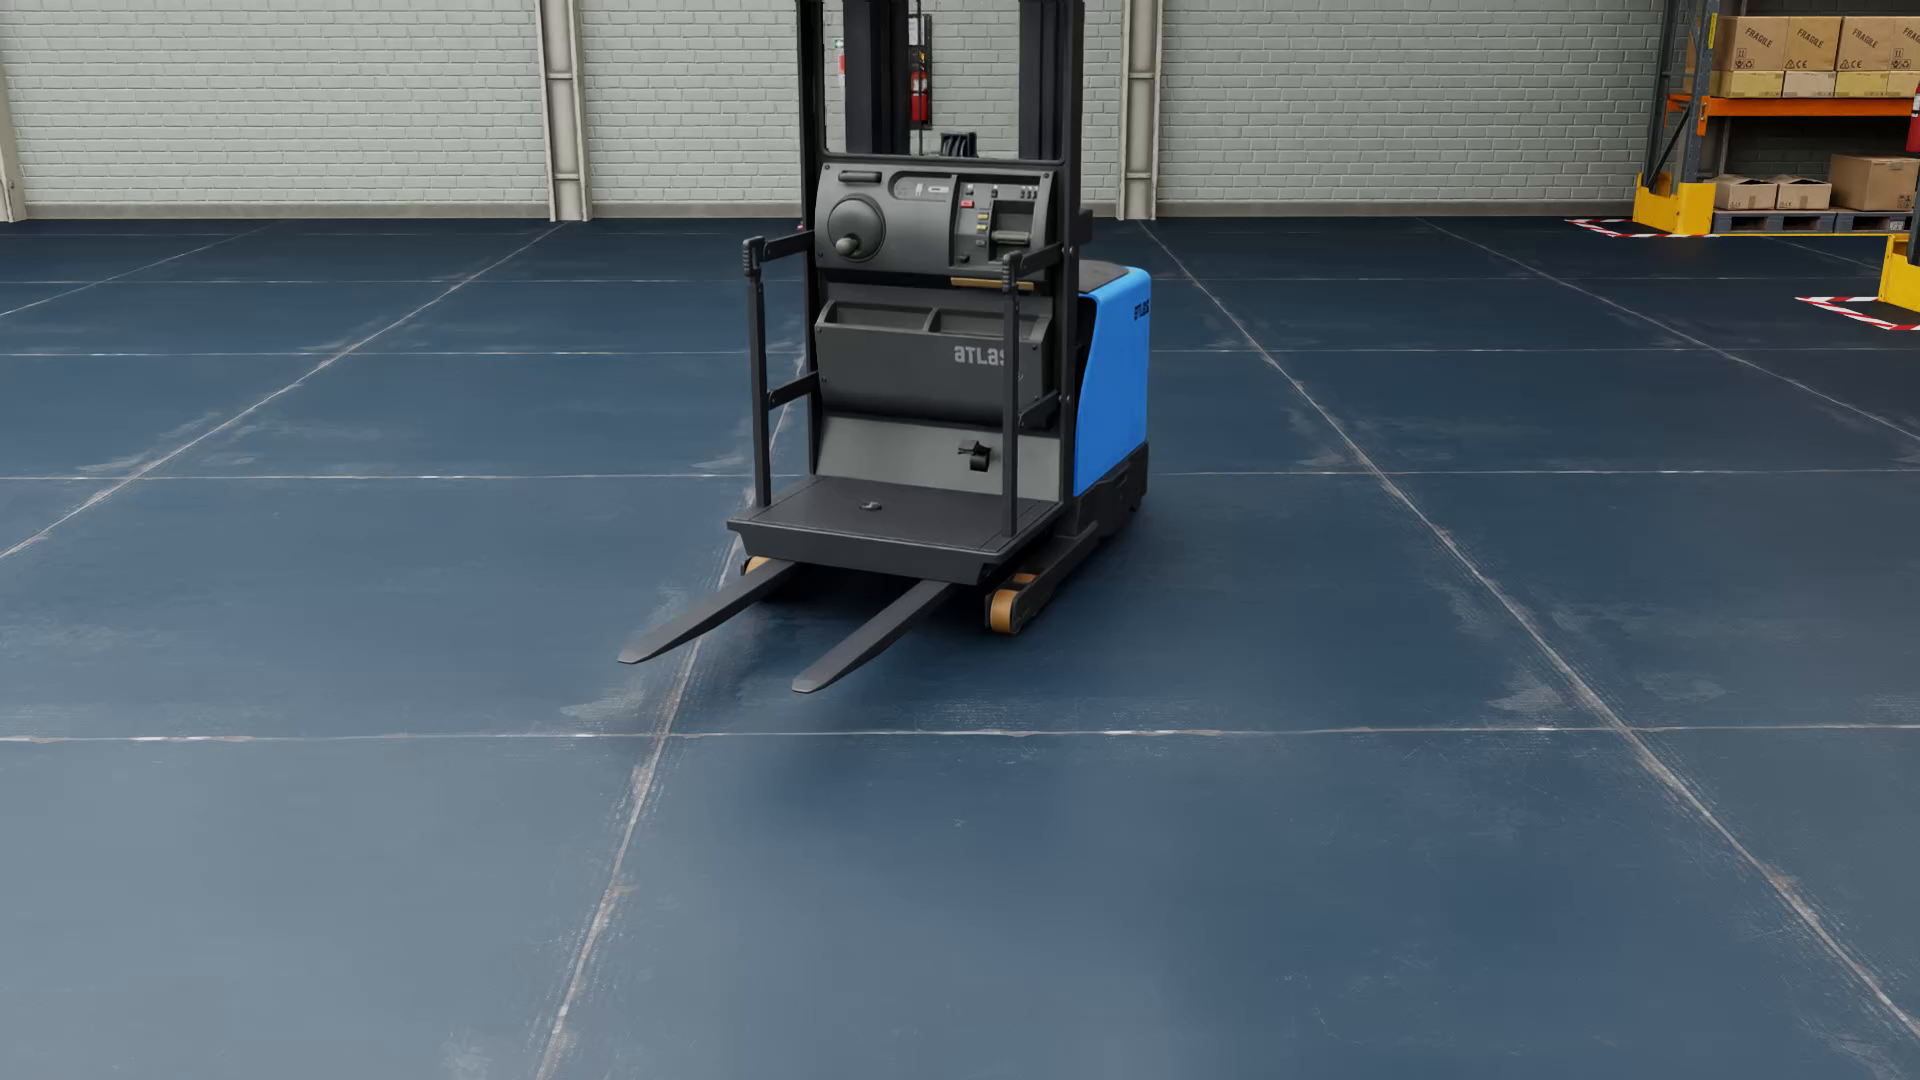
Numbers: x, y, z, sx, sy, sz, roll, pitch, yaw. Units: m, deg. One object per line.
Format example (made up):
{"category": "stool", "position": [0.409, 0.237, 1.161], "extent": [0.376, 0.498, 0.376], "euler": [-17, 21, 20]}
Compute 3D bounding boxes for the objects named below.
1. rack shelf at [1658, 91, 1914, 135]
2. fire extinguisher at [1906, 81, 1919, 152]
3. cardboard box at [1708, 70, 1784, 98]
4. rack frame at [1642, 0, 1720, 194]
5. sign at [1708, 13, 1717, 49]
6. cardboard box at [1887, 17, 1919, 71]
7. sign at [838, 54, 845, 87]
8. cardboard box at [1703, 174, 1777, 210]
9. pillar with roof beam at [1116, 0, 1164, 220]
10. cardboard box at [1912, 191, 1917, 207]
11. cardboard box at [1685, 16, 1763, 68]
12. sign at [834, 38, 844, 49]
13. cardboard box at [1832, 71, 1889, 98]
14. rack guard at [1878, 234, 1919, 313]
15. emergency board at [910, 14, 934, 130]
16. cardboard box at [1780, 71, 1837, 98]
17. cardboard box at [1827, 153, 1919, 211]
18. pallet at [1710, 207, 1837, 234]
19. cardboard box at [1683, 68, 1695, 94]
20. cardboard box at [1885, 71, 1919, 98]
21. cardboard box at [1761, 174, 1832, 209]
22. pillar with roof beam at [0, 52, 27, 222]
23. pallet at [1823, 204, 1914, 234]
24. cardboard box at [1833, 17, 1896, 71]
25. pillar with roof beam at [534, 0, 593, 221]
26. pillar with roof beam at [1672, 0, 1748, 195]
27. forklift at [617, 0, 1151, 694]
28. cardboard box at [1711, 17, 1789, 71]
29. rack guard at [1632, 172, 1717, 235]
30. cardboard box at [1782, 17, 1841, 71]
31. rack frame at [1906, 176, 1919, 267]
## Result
{"category": "rack shelf", "position": [9.189, -4.293, 16.698], "extent": [4.000, 0.370, 1.077], "euler": [0, 18, -1]}
{"category": "fire extinguisher", "position": [7.145, -3.218, 12.294], "extent": [0.183, 0.674, 0.296], "euler": [0, 18, -1]}
{"category": "cardboard box", "position": [7.682, -4.469, 16.283], "extent": [0.500, 0.250, 0.500], "euler": [-1, 18, -2]}
{"category": "rack frame", "position": [7.189, -4.626, 16.558], "extent": [0.127, 3.000, 1.000], "euler": [0, 18, -1]}
{"category": "sign", "position": [7.198, -4.872, 15.909], "extent": [0.005, 0.325, 0.100], "euler": [0, 18, -1]}
{"category": "cardboard box", "position": [9.198, -4.838, 16.203], "extent": [0.500, 0.500, 0.500], "euler": [0, 18, 1]}
{"category": "sign", "position": [-1.150, -4.910, 17.385], "extent": [0.234, 0.329, 0.001], "euler": [0, 18, -1]}
{"category": "cardboard box", "position": [7.882, -3.531, 16.826], "extent": [0.500, 0.311, 0.500], "euler": [-2, 18, -7]}
{"category": "pillar with roof beam", "position": [1.944, -6.406, 12.286], "extent": [0.400, 9.000, 9.100], "euler": [0, 18, -1]}
{"category": "cardboard box", "position": [9.589, -3.496, 16.981], "extent": [0.250, 0.149, 0.380], "euler": [-2, 18, -5]}
{"category": "cardboard box", "position": [7.657, -4.988, 16.672], "extent": [0.500, 0.500, 0.500], "euler": [0, 18, -1]}
{"category": "sign", "position": [-1.145, -5.160, 17.296], "extent": [0.331, 0.109, 0.001], "euler": [0, 18, -1]}
{"category": "cardboard box", "position": [8.710, -4.477, 16.306], "extent": [0.500, 0.250, 0.500], "euler": [-1, 18, -2]}
{"category": "rack guard", "position": [7.247, -1.923, 12.223], "extent": [0.348, 0.500, 1.175], "euler": [0, 18, -1]}
{"category": "emergency board", "position": [-0.596, -4.864, 17.301], "extent": [0.643, 1.169, 0.194], "euler": [0, 18, -1]}
{"category": "cardboard box", "position": [8.201, -4.476, 16.304], "extent": [0.500, 0.250, 0.500], "euler": [-1, 18, -3]}
{"category": "cardboard box", "position": [9.186, -3.612, 16.769], "extent": [0.500, 0.500, 0.700], "euler": [-1, 18, -4]}
{"category": "pallet", "position": [8.078, -3.292, 16.963], "extent": [1.213, 0.211, 1.003], "euler": [0, 18, -1]}
{"category": "cardboard box", "position": [7.653, -4.626, 16.769], "extent": [0.500, 0.250, 0.500], "euler": [0, 18, 0]}
{"category": "cardboard box", "position": [9.216, -4.479, 16.311], "extent": [0.500, 0.250, 0.500], "euler": [0, 18, 0]}
{"category": "cardboard box", "position": [8.452, -3.534, 16.834], "extent": [0.500, 0.311, 0.500], "euler": [1, 18, 4]}
{"category": "pillar with roof beam", "position": [-10.055, -6.349, 12.106], "extent": [0.400, 9.000, 9.100], "euler": [0, 18, -1]}
{"category": "pallet", "position": [9.294, -3.297, 16.979], "extent": [1.213, 0.211, 1.003], "euler": [0, 18, -1]}
{"category": "cardboard box", "position": [8.682, -4.832, 16.184], "extent": [0.500, 0.500, 0.500], "euler": [-1, 18, -3]}
{"category": "pillar with roof beam", "position": [-4.055, -6.377, 12.196], "extent": [0.400, 9.000, 9.100], "euler": [0, 18, -1]}
{"category": "pillar with roof beam", "position": [7.943, -6.435, 12.377], "extent": [0.400, 9.000, 9.100], "euler": [0, 18, -1]}
{"category": "forklift", "position": [-0.183, -1.200, 5.989], "extent": [1.130, 2.935, 3.031], "euler": [7, 19, 21]}
{"category": "cardboard box", "position": [7.671, -4.832, 16.184], "extent": [0.500, 0.500, 0.500], "euler": [0, 18, -1]}
{"category": "rack guard", "position": [7.265, -3.436, 16.941], "extent": [0.348, 0.500, 1.175], "euler": [0, 18, -1]}
{"category": "cardboard box", "position": [8.165, -4.831, 16.182], "extent": [0.500, 0.500, 0.500], "euler": [0, 18, -1]}
{"category": "rack frame", "position": [7.271, -3.113, 11.841], "extent": [0.127, 3.000, 1.000], "euler": [0, 18, -1]}
